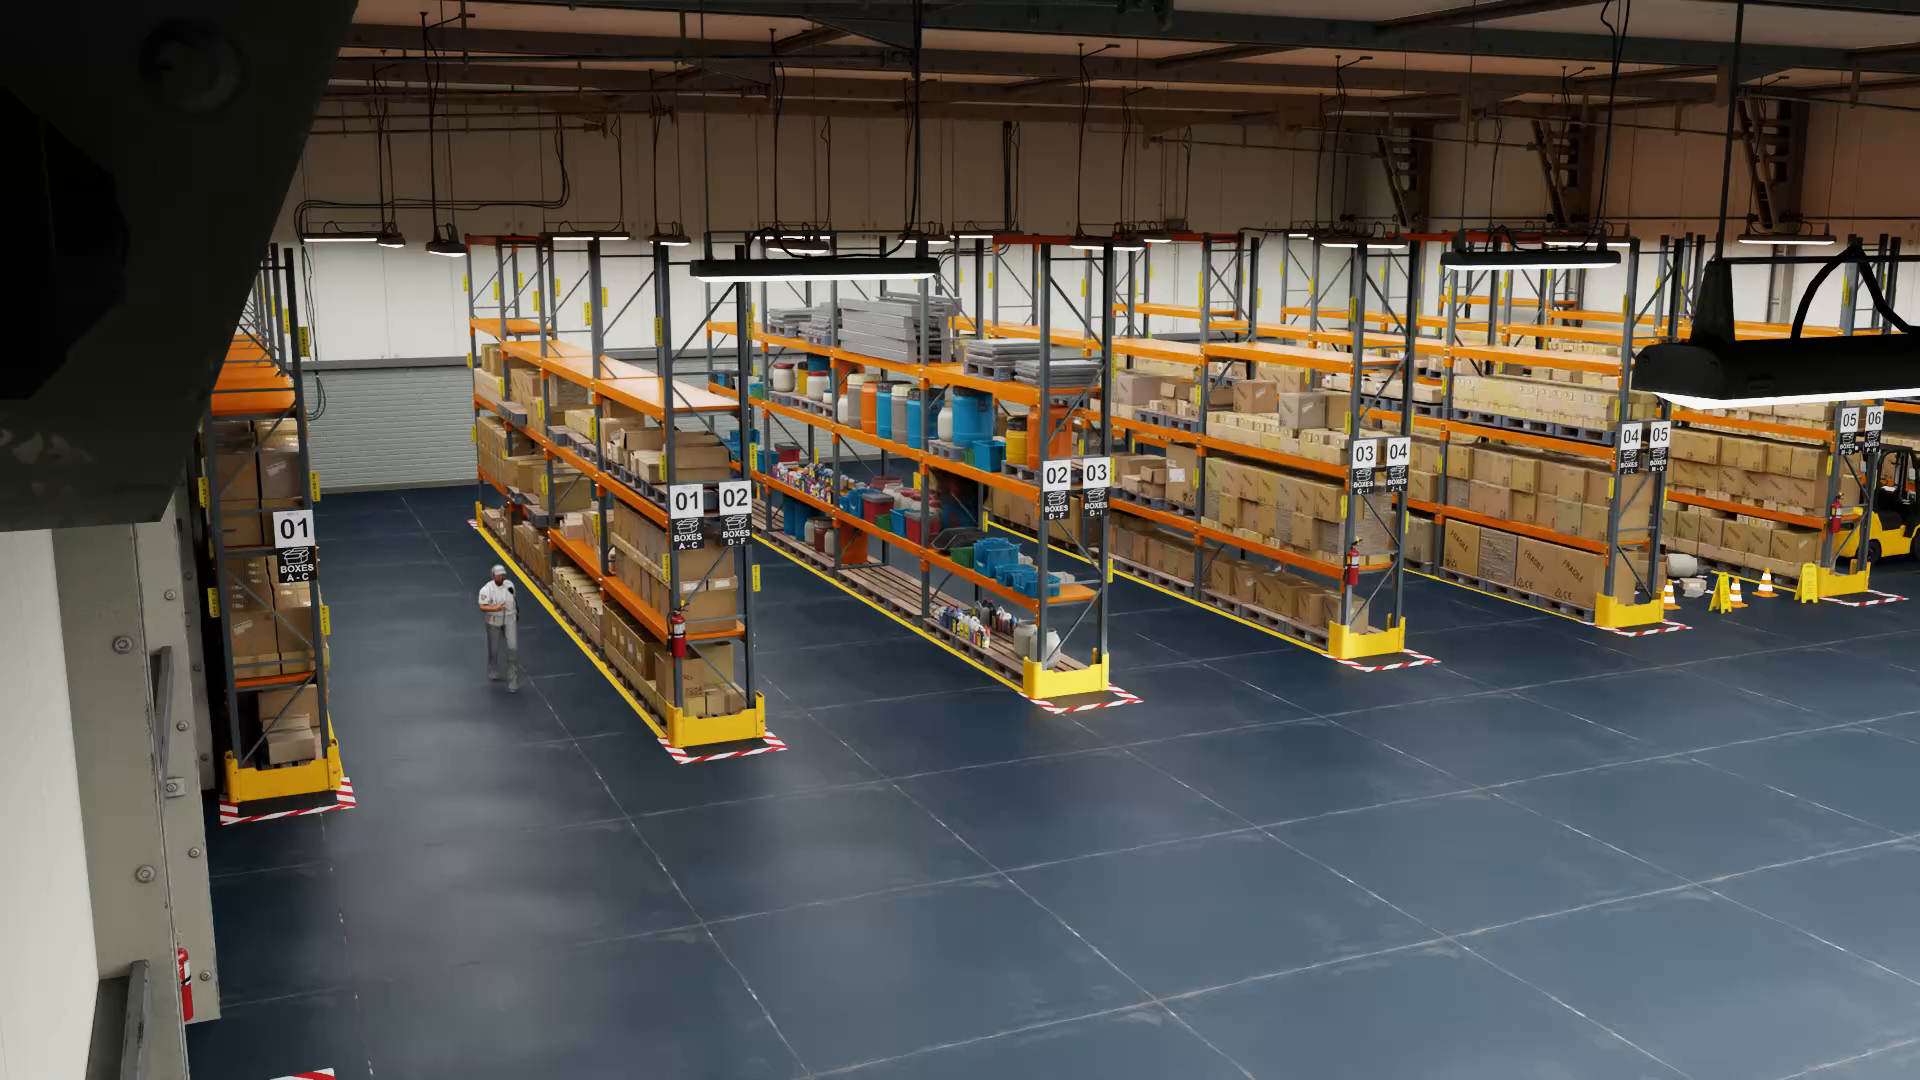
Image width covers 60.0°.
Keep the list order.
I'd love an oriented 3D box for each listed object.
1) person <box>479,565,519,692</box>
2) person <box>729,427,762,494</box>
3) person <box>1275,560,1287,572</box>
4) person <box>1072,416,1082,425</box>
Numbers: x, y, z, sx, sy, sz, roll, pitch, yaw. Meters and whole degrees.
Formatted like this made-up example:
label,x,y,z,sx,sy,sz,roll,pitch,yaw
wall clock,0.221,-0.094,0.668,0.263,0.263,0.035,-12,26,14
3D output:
label,x,y,z,sx,sy,sz,roll,pitch,yaw
person,-6.298,1.161,22.733,0.554,1.712,0.856,-5,12,-26
person,-5.082,-1.796,38.427,0.974,1.598,0.642,-6,12,-27
person,5.885,-0.154,29.625,0.576,1.621,0.639,-4,12,-20
person,2.654,-2.306,40.466,0.672,1.761,0.689,-2,11,-8
